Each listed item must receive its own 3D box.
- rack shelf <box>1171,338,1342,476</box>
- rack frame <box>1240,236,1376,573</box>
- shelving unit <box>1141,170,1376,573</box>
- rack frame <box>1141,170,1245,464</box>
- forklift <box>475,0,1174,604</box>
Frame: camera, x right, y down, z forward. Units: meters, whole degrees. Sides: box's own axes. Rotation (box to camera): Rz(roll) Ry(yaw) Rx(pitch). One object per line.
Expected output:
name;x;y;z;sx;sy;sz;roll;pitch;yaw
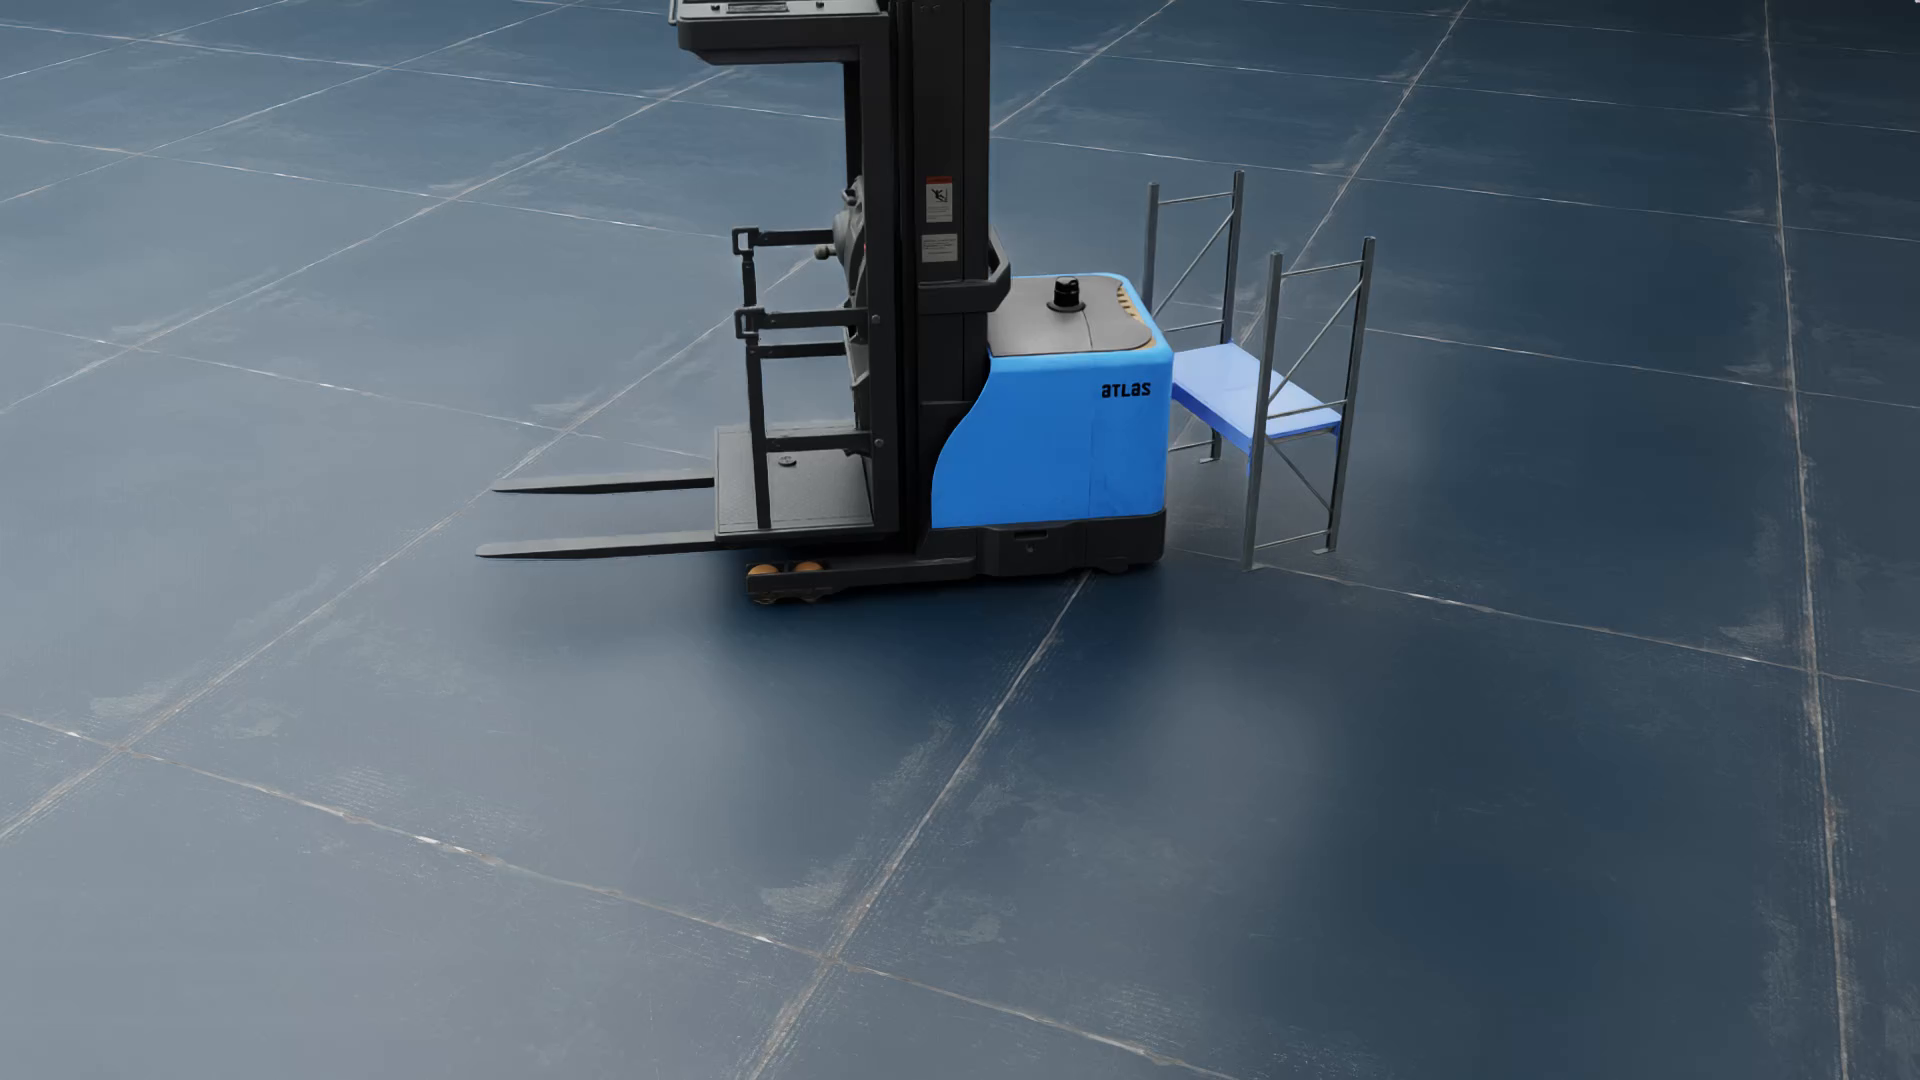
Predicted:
rack shelf;1.296;-0.634;7.712;0.538;0.185;1.000;-12;32;-20
rack frame;1.500;-0.561;7.218;0.500;1.500;0.032;-12;32;-20
shelving unit;1.296;-0.790;7.624;0.538;1.500;1.048;-12;32;-20
rack frame;1.092;-1.019;8.029;0.500;1.500;0.032;-12;32;-20
forklift;-0.638;-1.275;7.028;3.031;2.935;1.130;-4;30;-6
